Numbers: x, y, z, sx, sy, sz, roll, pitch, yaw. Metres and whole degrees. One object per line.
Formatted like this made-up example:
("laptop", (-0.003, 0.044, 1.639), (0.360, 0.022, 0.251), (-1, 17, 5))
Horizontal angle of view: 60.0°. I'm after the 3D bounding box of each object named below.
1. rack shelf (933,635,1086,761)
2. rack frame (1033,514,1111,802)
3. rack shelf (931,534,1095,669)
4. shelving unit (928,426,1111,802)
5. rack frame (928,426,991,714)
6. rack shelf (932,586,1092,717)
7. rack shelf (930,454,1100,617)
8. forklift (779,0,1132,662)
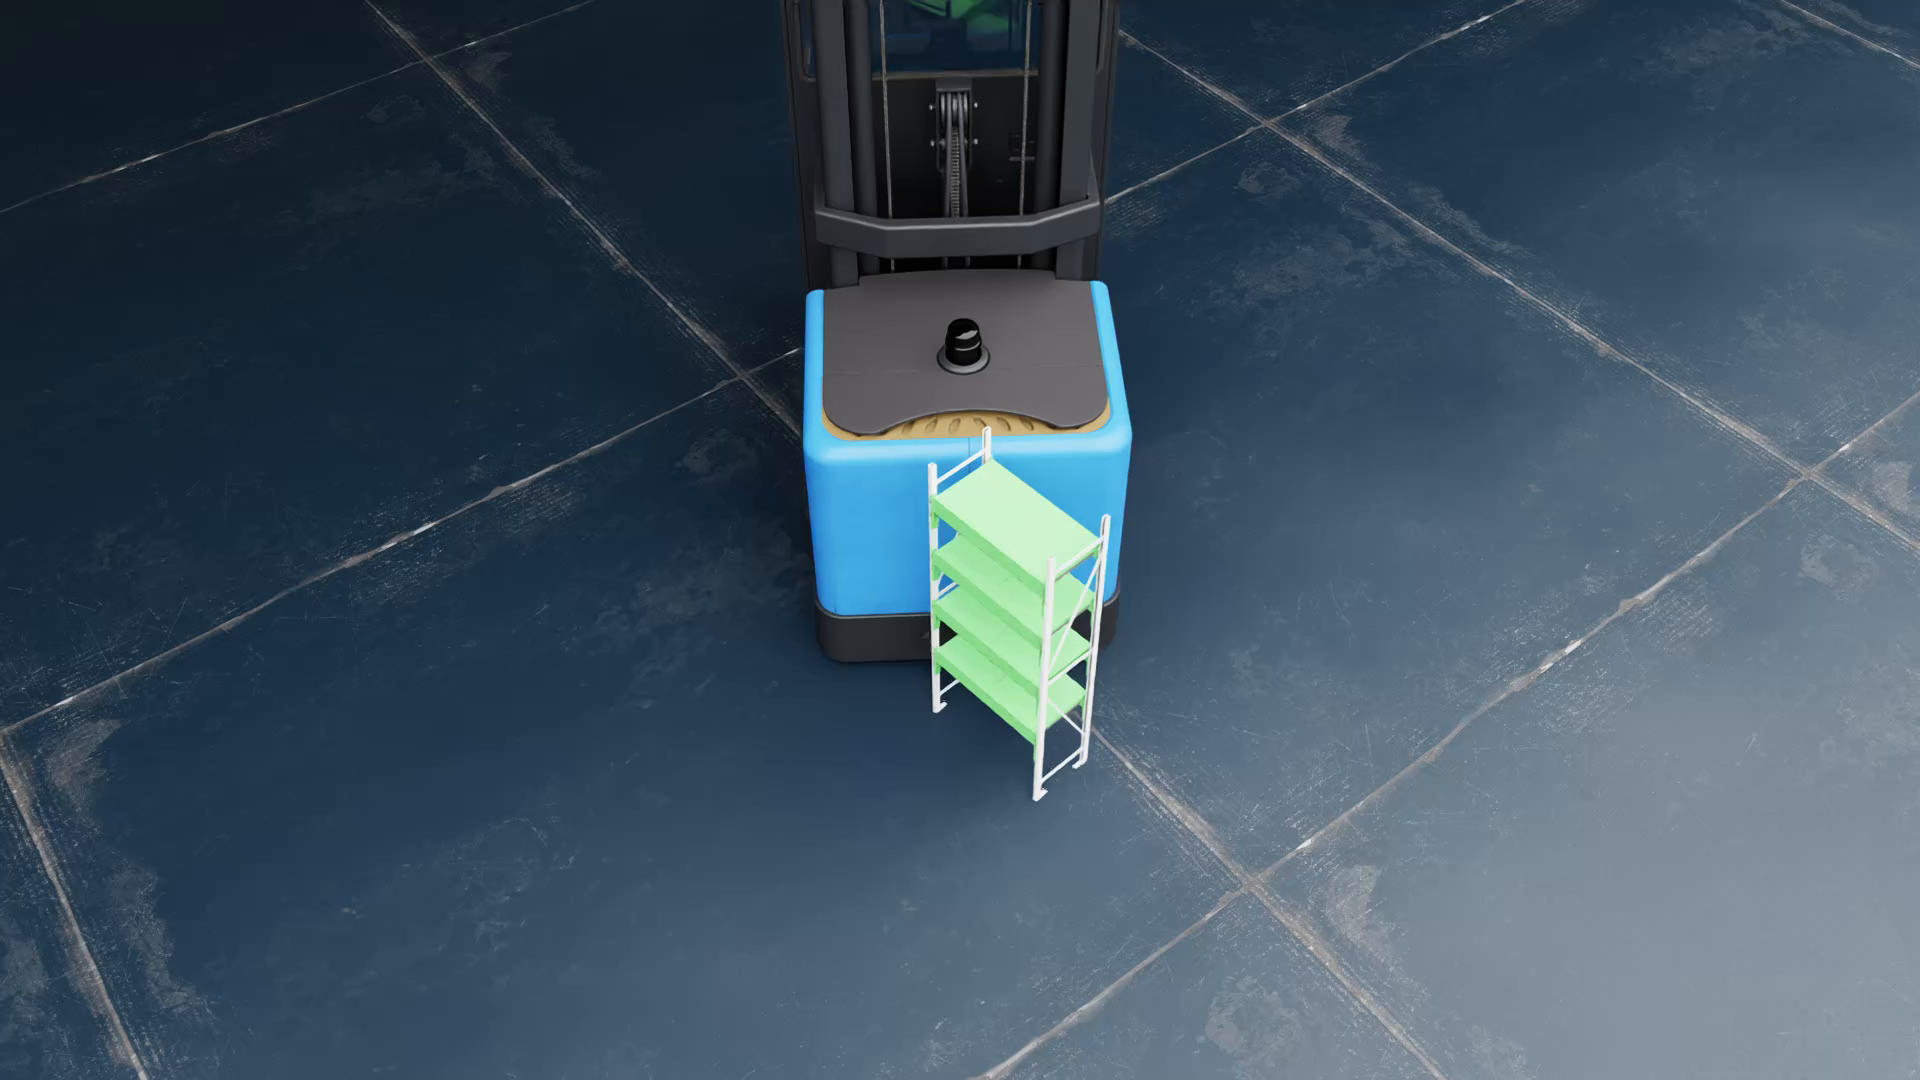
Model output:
("rack shelf", (0.166, 0.466, 5.428), (0.258, 0.148, 0.480), (-35, 56, -27))
("rack frame", (0.332, 0.394, 5.083), (0.240, 1.200, 0.015), (-35, 56, -27))
("rack shelf", (0.166, 0.143, 5.072), (0.258, 0.148, 0.480), (-35, 56, -27))
("shelving unit", (0.166, 0.262, 5.203), (0.258, 1.200, 0.503), (-35, 56, -27))
("rack frame", (0.000, 0.129, 5.323), (0.240, 1.200, 0.015), (-35, 56, -27))
("rack shelf", (0.166, 0.305, 5.250), (0.258, 0.148, 0.480), (-35, 56, -27))
("rack shelf", (0.166, -0.018, 4.895), (0.258, 0.148, 0.480), (-35, 56, -27))
("forklift", (-0.044, -1.648, 5.766), (1.130, 2.935, 3.031), (-2, 48, -2))
